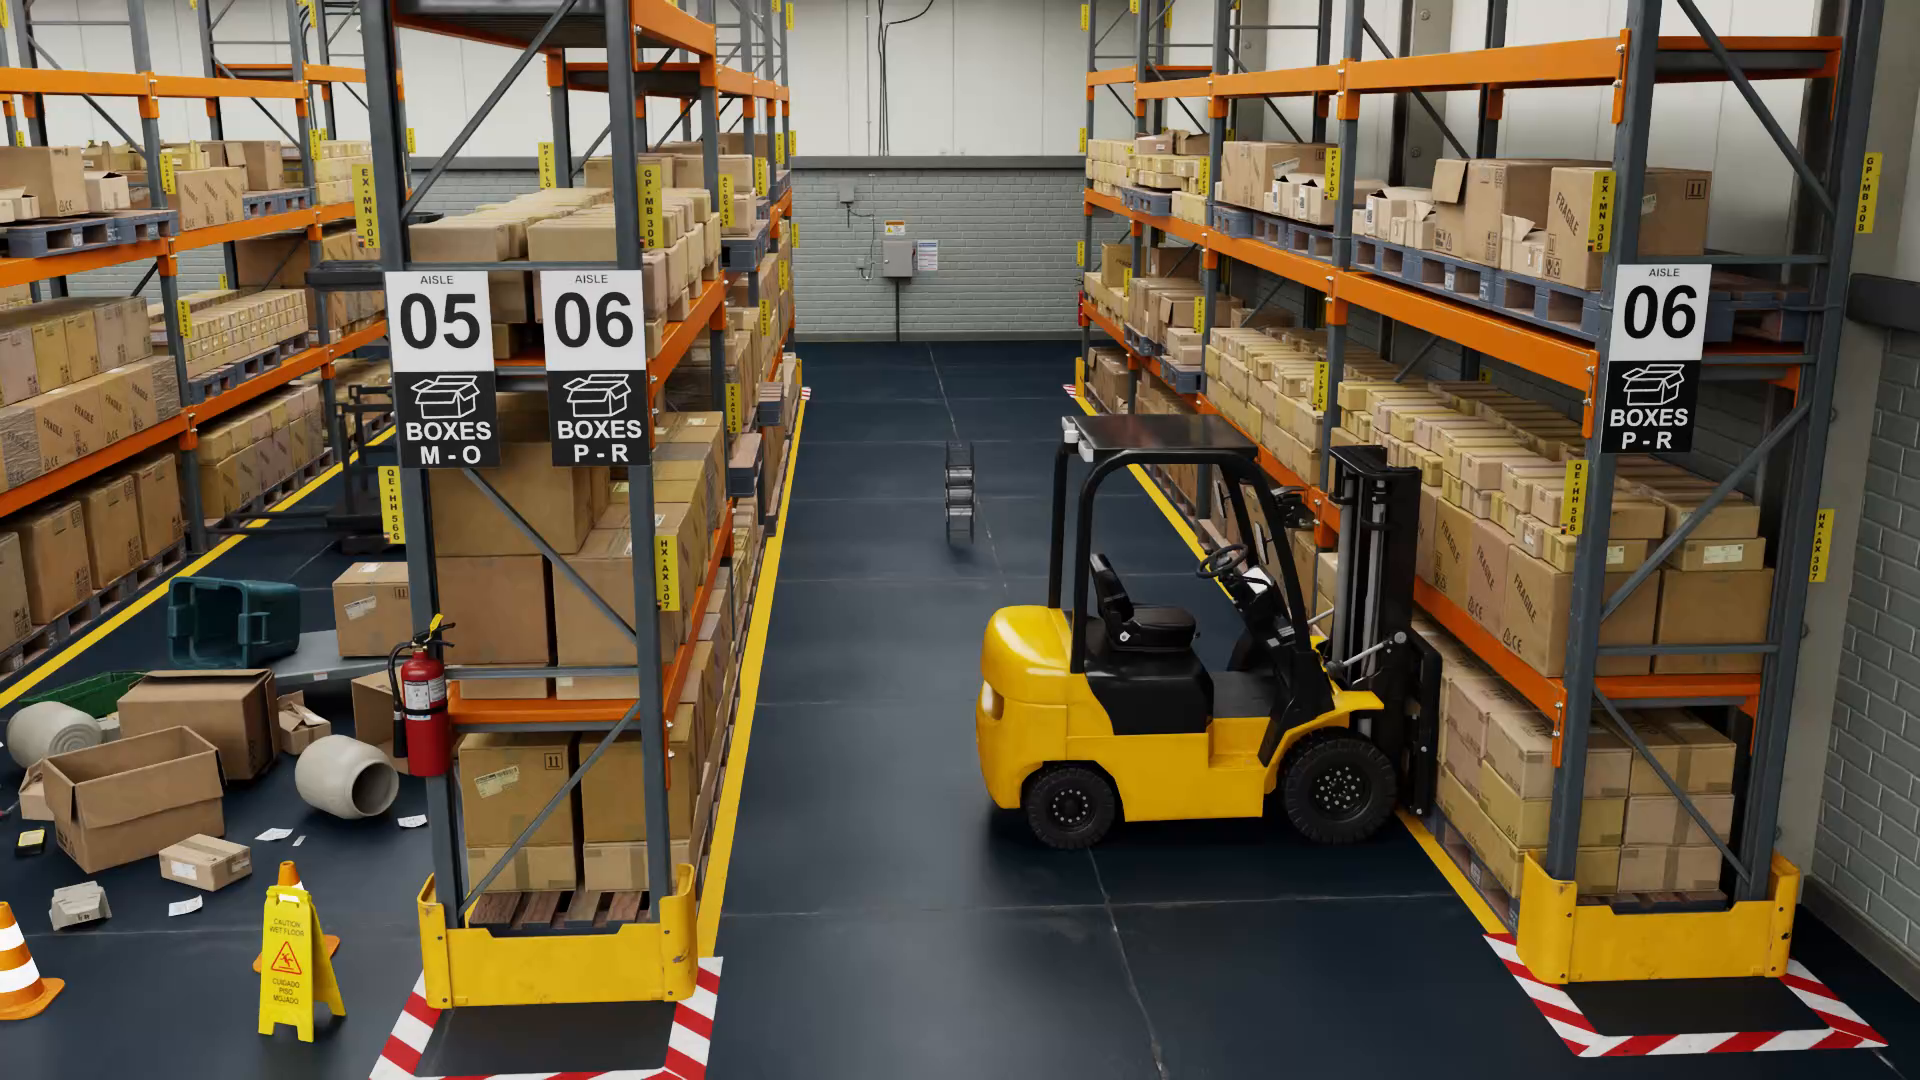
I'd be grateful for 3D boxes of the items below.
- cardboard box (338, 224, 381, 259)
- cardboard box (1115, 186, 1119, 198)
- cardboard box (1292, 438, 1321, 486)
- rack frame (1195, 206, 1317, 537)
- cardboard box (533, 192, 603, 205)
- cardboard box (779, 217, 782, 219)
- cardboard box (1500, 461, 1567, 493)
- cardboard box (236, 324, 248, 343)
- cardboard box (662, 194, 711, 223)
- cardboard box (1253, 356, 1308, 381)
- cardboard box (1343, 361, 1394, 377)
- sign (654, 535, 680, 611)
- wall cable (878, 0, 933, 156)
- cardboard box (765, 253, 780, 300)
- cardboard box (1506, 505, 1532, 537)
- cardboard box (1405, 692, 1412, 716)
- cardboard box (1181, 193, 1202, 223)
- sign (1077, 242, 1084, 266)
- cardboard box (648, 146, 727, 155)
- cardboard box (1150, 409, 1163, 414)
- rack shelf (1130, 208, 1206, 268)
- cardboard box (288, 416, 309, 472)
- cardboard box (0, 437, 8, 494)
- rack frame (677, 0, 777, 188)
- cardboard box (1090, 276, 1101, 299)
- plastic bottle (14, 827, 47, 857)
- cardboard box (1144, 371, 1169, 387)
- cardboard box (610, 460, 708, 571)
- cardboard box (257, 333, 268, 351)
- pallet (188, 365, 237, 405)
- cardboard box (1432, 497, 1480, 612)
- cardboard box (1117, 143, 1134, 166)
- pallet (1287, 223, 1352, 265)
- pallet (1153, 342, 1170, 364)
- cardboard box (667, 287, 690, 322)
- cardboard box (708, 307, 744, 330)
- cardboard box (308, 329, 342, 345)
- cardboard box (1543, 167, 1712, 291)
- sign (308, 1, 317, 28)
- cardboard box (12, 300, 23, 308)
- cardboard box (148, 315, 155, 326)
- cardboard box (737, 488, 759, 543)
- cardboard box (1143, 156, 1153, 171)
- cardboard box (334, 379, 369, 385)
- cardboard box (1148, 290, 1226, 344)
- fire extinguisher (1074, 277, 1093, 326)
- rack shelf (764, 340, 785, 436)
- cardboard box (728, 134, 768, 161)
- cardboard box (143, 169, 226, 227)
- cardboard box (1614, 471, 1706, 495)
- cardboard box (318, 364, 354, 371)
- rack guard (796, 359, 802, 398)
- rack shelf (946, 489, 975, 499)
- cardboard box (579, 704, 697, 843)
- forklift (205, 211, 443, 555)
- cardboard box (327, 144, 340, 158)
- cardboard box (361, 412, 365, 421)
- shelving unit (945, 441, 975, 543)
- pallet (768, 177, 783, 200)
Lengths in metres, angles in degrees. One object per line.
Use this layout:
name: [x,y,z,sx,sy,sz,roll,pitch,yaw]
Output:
cardboard box: [-7.347,-3.623,20.506,0.500,0.500,0.500,0,14,-1]
cardboard box: [2.083,-4.230,20.154,0.380,0.149,0.250,-1,14,-3]
cardboard box: [2.643,-0.555,11.686,0.500,0.250,0.500,-1,14,-2]
rack frame: [2.688,-1.501,15.063,1.000,3.000,0.127,-1,14,-3]
cardboard box: [-2.272,-1.932,9.624,0.380,0.149,0.250,-1,14,-5]
cardboard box: [-2.540,-4.173,21.941,0.380,0.149,0.250,-1,14,-3]
cardboard box: [2.920,-0.292,8.266,0.380,0.149,0.250,-1,14,-3]
cardboard box: [-7.111,-1.991,16.032,0.380,0.149,0.250,-1,14,-4]
cardboard box: [-1.614,-1.878,9.413,0.380,0.149,0.250,0,14,-2]
cardboard box: [2.490,-1.332,12.905,0.380,0.149,0.250,-1,14,-5]
cardboard box: [3.101,-1.277,12.691,0.380,0.149,0.250,-1,14,-4]
sign: [-1.229,0.139,6.953,0.100,0.325,0.005,-1,14,-3]
wall cable: [0.138,-7.791,27.396,2.988,3.039,0.133,-1,14,-3]
cardboard box: [-2.236,-2.843,18.074,0.500,0.500,0.500,0,14,-2]
cardboard box: [2.882,-0.084,8.055,0.380,0.149,0.250,-1,14,-2]
cardboard box: [2.740,0.881,9.477,0.500,0.250,0.500,-1,14,-4]
cardboard box: [2.382,-3.130,15.675,0.500,0.250,0.500,-1,14,-3]
sign: [1.650,-3.901,22.655,0.100,0.325,0.005,-1,14,-3]
cardboard box: [-2.440,-3.221,14.678,0.797,0.503,0.637,-2,15,-7]
cardboard box: [2.315,-1.108,17.710,0.500,0.500,0.500,-1,14,-5]
rack shelf: [2.564,-3.102,16.712,1.077,0.370,4.000,-1,14,-3]
cardboard box: [-7.120,-1.001,17.296,0.500,0.500,0.500,-1,14,-5]
cardboard box: [-6.717,-0.510,11.012,0.500,0.500,0.500,-1,14,-3]
rack frame: [-2.514,-5.323,17.880,1.000,3.000,0.127,-1,14,-3]
cardboard box: [1.983,-3.319,21.835,0.500,0.250,0.500,-1,14,-3]
plastic bottle: [-4.961,1.606,8.885,0.133,0.061,0.283,-6,16,-23]
cardboard box: [2.260,-1.789,18.459,0.380,0.149,0.250,-2,15,-6]
cardboard box: [-1.631,-0.130,8.937,0.500,0.500,0.500,-1,14,-5]
cardboard box: [-7.142,-1.978,16.581,0.380,0.149,0.250,0,14,-1]
pallet: [-7.351,-1.404,15.073,1.213,0.211,1.003,-1,14,-3]
cardboard box: [2.836,0.066,8.775,0.500,0.500,0.500,-1,14,-4]
cardboard box: [2.128,-4.510,19.438,0.500,0.250,0.500,-1,14,-4]
pallet: [2.868,-2.085,11.698,0.805,0.209,1.217,-1,15,-6]
pallet: [2.562,-1.891,16.966,1.003,0.211,1.213,-1,14,-3]
cardboard box: [-1.551,-1.173,8.275,0.380,0.149,0.250,-1,14,-3]
cardboard box: [-1.883,-1.731,13.014,0.380,0.149,0.250,-2,15,-6]
cardboard box: [-7.139,-2.270,18.558,0.380,0.149,0.250,0,14,-1]
cardboard box: [2.913,-1.370,7.292,0.500,0.500,0.500,0,14,-2]
sign: [-8.238,-6.699,21.193,0.100,0.325,0.005,-1,14,-3]
cardboard box: [-12.284,-2.990,21.355,0.380,0.149,0.250,-1,14,-3]
cardboard box: [-7.738,-2.000,15.472,0.380,0.149,0.250,0,14,-2]
cardboard box: [-2.241,-0.213,14.490,0.950,0.372,0.625,-2,15,-7]
cardboard box: [2.124,-3.949,17.421,0.380,0.149,0.250,-1,14,-4]
cardboard box: [-7.358,-1.843,20.078,0.380,0.149,0.250,-1,15,-6]
cardboard box: [2.327,-2.300,17.124,0.700,0.500,0.500,-1,14,-4]
fire extinguisher: [1.722,-3.302,22.966,0.296,0.674,0.183,-1,14,-3]
rack shelf: [-2.390,-1.572,16.784,1.077,0.370,4.000,-1,14,-3]
cardboard box: [-2.341,-4.320,18.758,0.500,0.500,0.500,-1,14,-2]
cardboard box: [-7.008,-3.093,15.031,0.500,0.500,0.500,-1,14,-3]
cardboard box: [3.363,-0.236,8.046,0.380,0.149,0.250,-1,14,-2]
cardboard box: [-7.978,-2.155,21.291,0.380,0.149,0.250,-1,14,-4]
rack guard: [-2.763,-2.208,22.829,1.175,0.500,0.348,-1,14,-3]
rack shelf: [-0.001,-0.406,15.154,0.258,0.077,0.200,-1,14,-3]
cardboard box: [-1.547,1.121,8.045,0.500,0.500,0.500,-1,14,-5]
forklift: [-5.223,-1.430,14.925,3.031,2.935,1.130,-3,15,-12]
cardboard box: [-7.251,-4.403,18.820,0.380,0.149,0.250,-1,14,-5]
cardboard box: [-7.351,-1.491,19.902,0.380,0.149,0.250,-2,15,-6]
shelving unit: [-0.001,-0.438,15.146,0.258,0.900,0.210,-1,14,-3]
pallet: [-2.554,-4.031,19.056,1.003,0.211,1.213,-1,14,-3]
